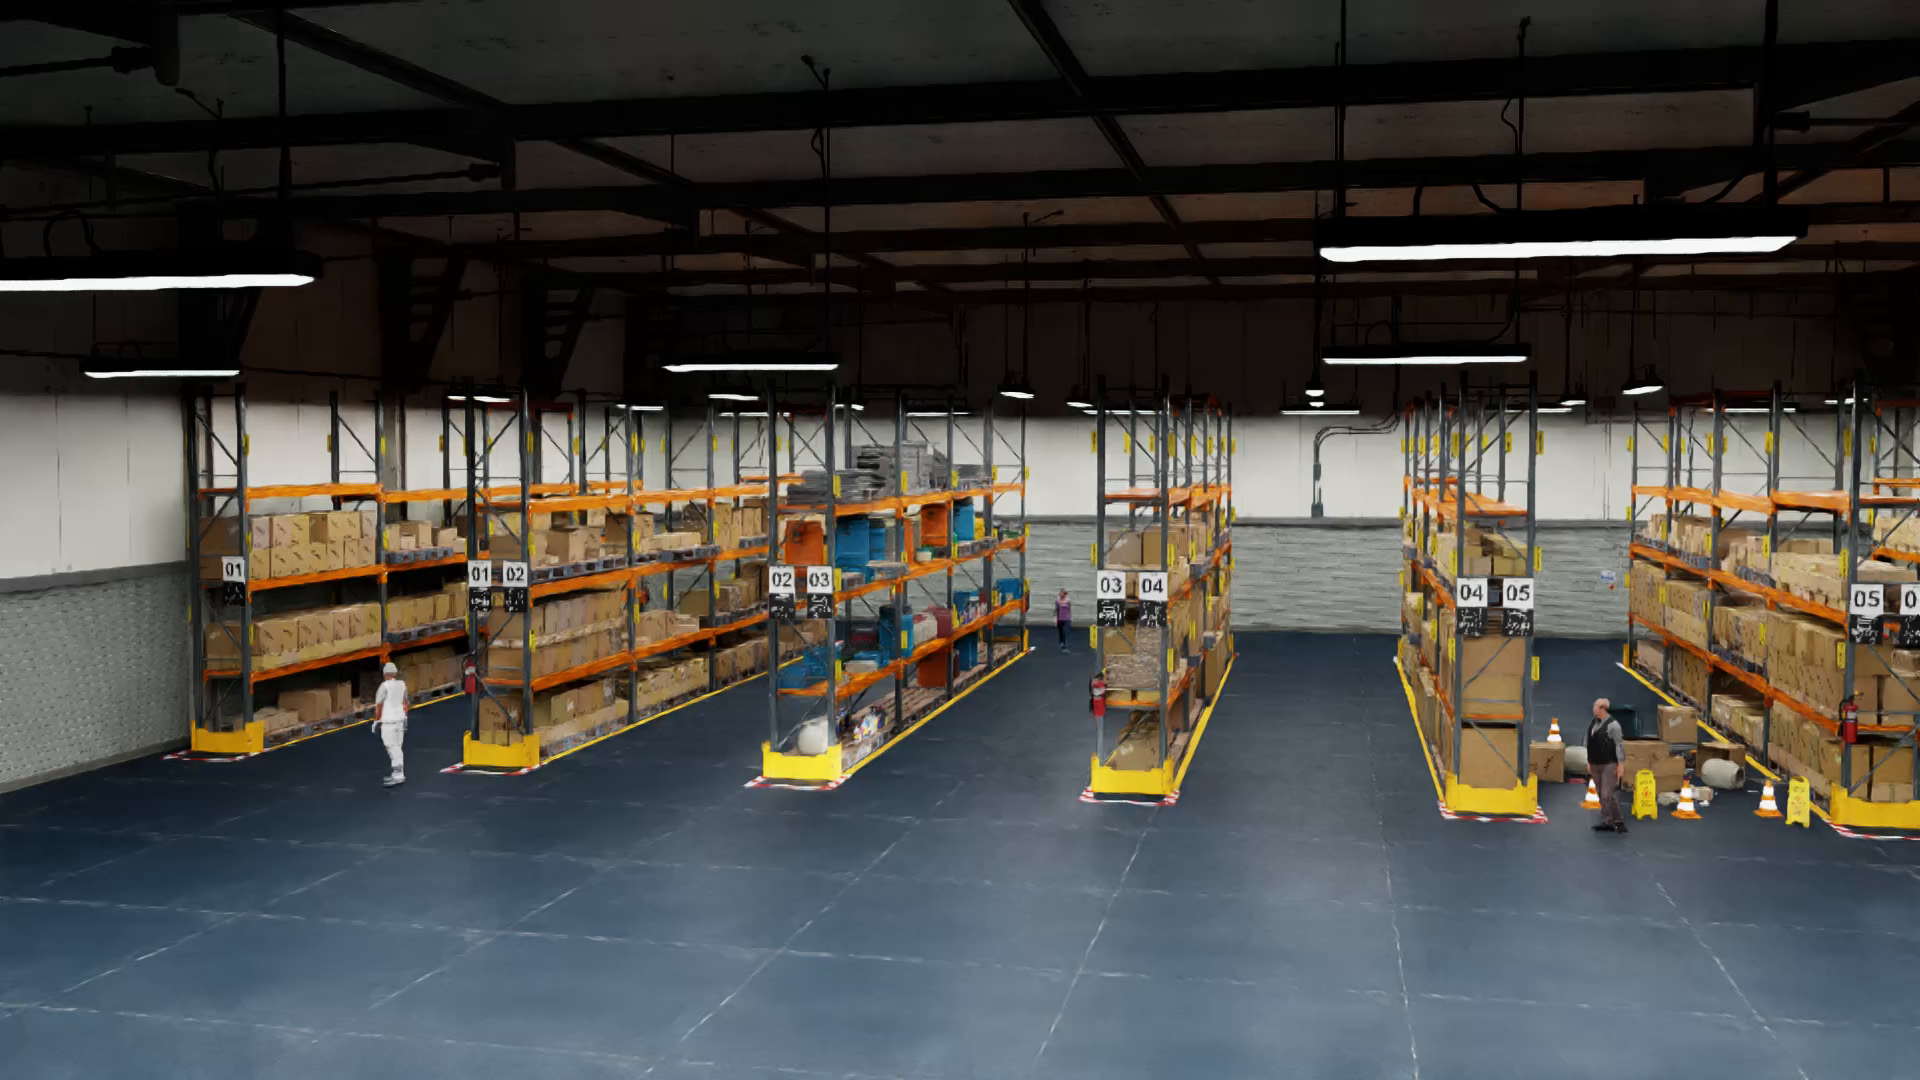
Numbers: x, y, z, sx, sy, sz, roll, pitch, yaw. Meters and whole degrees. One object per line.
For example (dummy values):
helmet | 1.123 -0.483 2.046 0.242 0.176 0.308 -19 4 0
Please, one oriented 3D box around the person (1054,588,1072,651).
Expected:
person | 2.498 1.913 40.472 0.419 1.513 1.037 1 3 10

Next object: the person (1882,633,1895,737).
person | 15.663 2.475 28.325 0.569 1.786 0.649 3 4 42

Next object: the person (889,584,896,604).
person | -1.795 1.512 45.723 0.723 1.762 0.474 -2 4 -31

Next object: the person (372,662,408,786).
person | -8.376 2.704 24.547 0.468 1.812 0.568 2 4 25

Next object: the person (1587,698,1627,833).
person | 8.352 2.905 21.484 0.398 1.715 0.643 -1 3 -19
